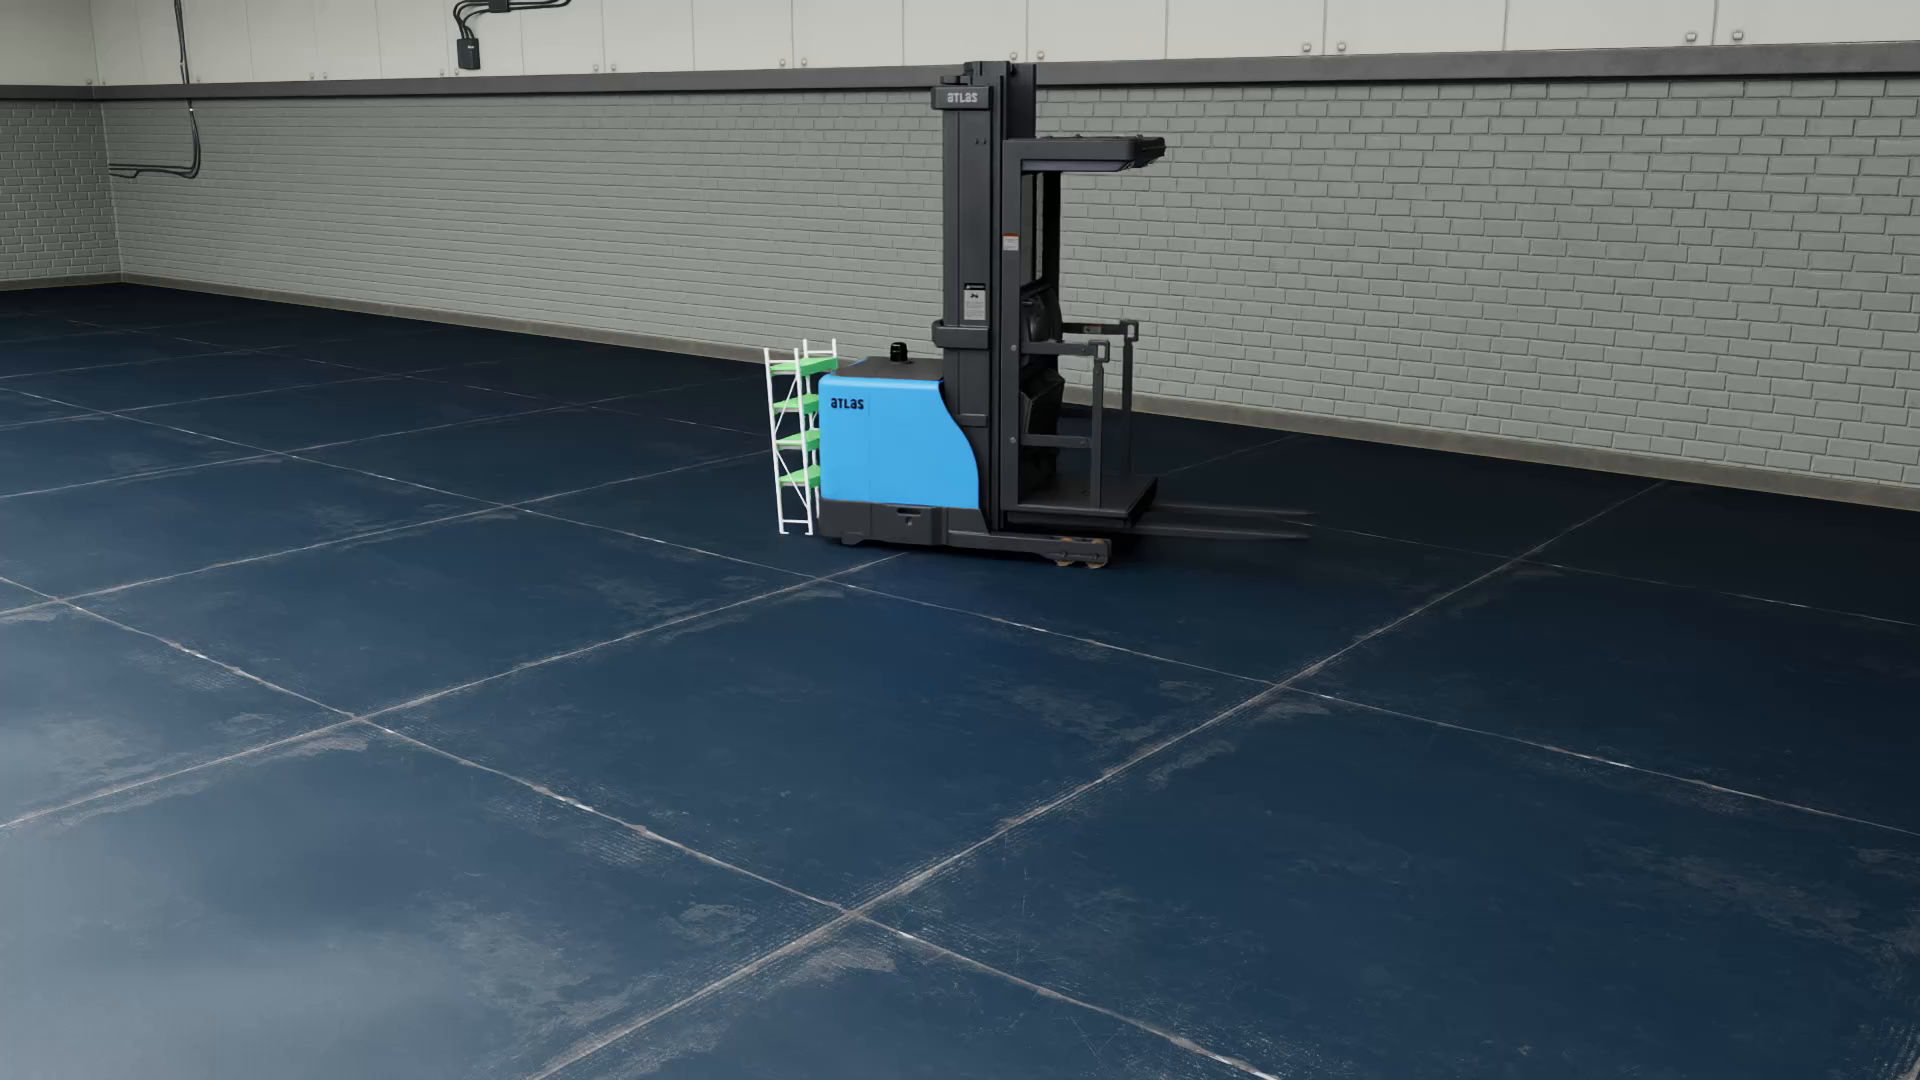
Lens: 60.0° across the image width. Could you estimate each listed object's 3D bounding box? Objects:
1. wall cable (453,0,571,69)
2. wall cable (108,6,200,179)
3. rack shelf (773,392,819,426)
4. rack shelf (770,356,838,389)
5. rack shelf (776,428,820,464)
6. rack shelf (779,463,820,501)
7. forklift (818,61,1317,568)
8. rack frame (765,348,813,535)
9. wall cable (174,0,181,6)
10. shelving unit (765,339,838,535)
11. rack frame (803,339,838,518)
[{"bbox_3d":[-5.260,-8.543,19.070,2.305,6.003,0.169,11,18,38],"label":"wall cable"},{"bbox_3d":[-12.634,-6.862,25.666,3.097,2.526,0.112,11,18,38],"label":"wall cable"},{"bbox_3d":[-0.999,-0.850,10.786,0.258,0.148,0.480,3,14,25],"label":"rack shelf"},{"bbox_3d":[-1.013,-1.084,10.733,0.258,0.148,0.480,3,14,25],"label":"rack shelf"},{"bbox_3d":[-0.985,-0.616,10.838,0.258,0.148,0.480,3,14,25],"label":"rack shelf"},{"bbox_3d":[-0.971,-0.382,10.891,0.258,0.148,0.480,3,14,25],"label":"rack shelf"},{"bbox_3d":[0.686,-1.399,10.176,3.031,2.935,1.130,4,15,15],"label":"forklift"},{"bbox_3d":[-1.091,-0.624,10.610,0.240,1.200,0.015,3,14,25],"label":"rack frame"},{"bbox_3d":[-10.530,-8.892,23.396,3.097,2.526,0.112,11,18,38],"label":"wall cable"},{"bbox_3d":[-0.989,-0.678,10.824,0.258,1.200,0.503,3,14,25],"label":"shelving unit"},{"bbox_3d":[-0.886,-0.733,11.039,0.240,1.200,0.015,3,14,25],"label":"rack frame"}]
